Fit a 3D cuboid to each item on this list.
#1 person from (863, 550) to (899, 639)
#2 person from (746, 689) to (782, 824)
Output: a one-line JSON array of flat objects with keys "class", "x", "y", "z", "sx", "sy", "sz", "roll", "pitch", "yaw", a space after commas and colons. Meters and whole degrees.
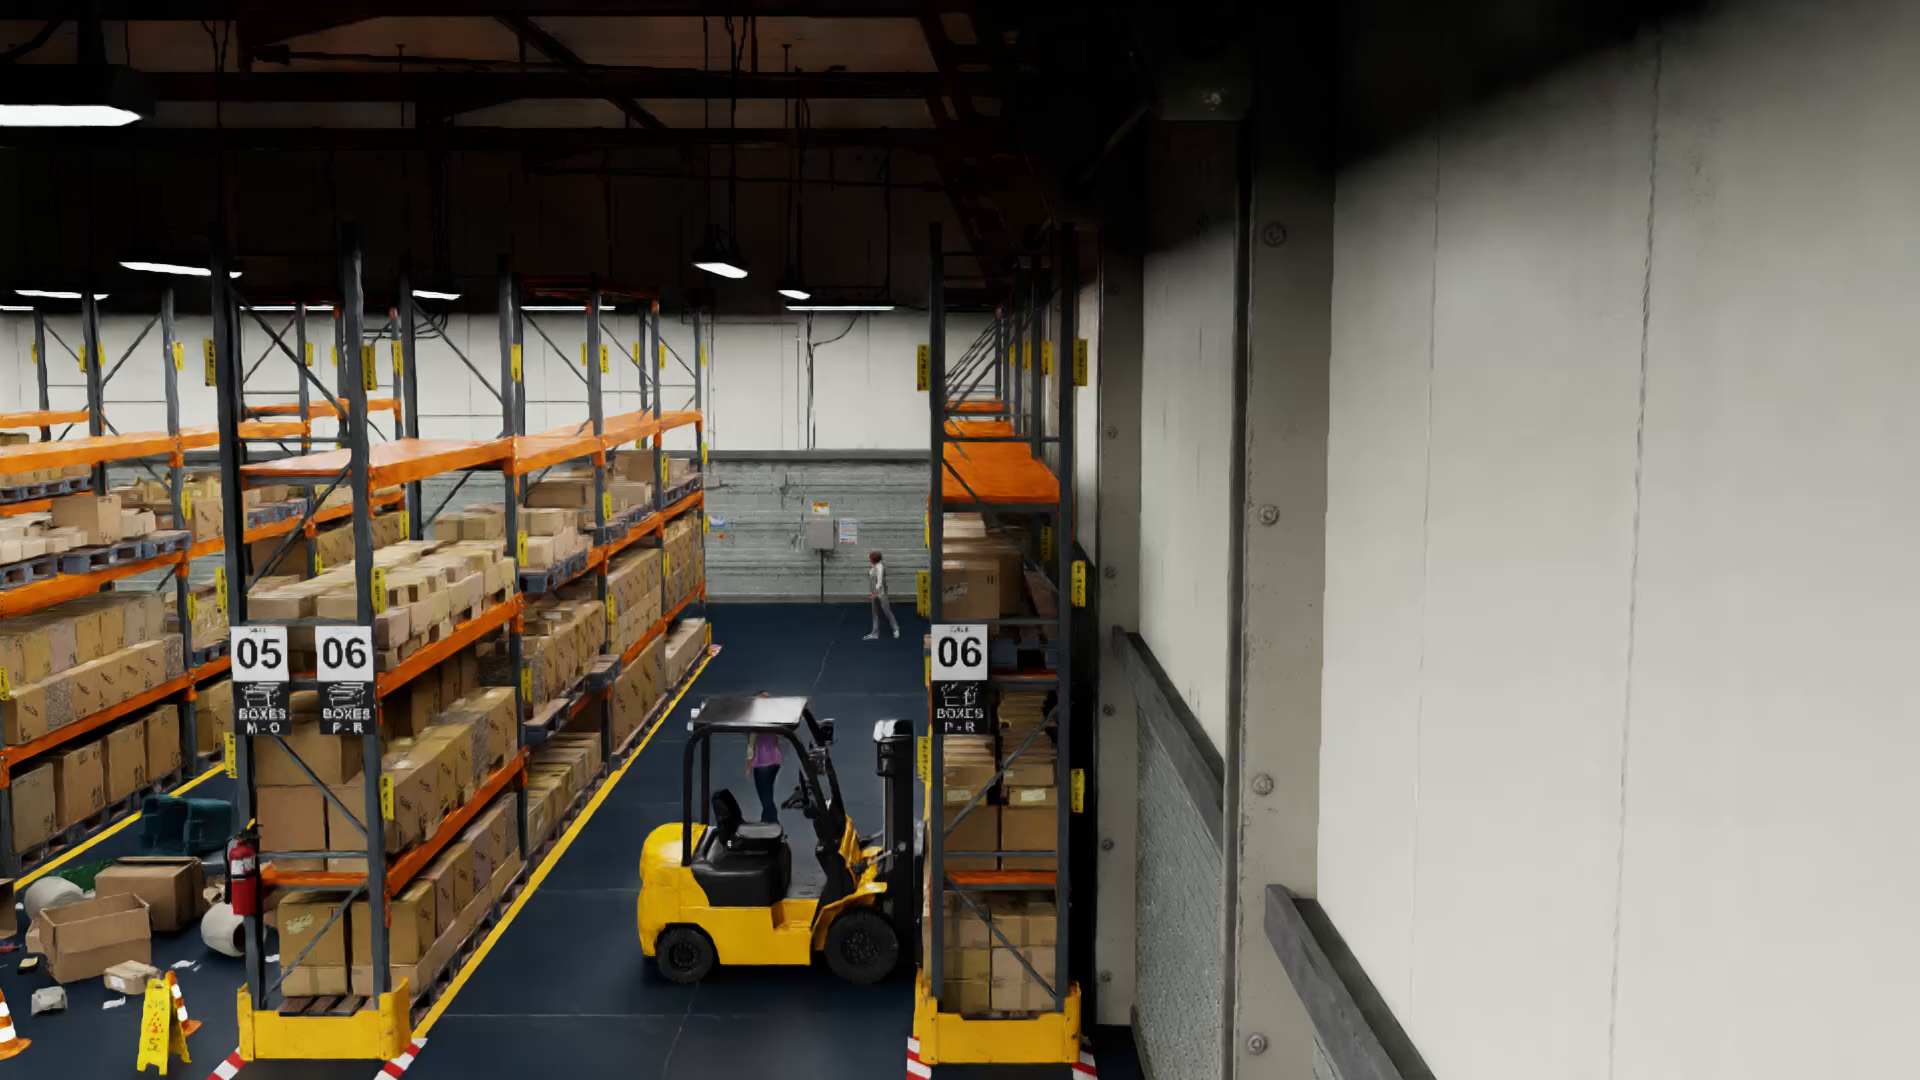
[{"class": "person", "x": -1.383, "y": 0.961, "z": 29.349, "sx": 0.639, "sy": 1.587, "sz": 0.443, "roll": -3, "pitch": 7, "yaw": -25}, {"class": "person", "x": -2.062, "y": 2.343, "z": 17.355, "sx": 0.527, "sy": 1.592, "sz": 0.521, "roll": 4, "pitch": 8, "yaw": 28}]
